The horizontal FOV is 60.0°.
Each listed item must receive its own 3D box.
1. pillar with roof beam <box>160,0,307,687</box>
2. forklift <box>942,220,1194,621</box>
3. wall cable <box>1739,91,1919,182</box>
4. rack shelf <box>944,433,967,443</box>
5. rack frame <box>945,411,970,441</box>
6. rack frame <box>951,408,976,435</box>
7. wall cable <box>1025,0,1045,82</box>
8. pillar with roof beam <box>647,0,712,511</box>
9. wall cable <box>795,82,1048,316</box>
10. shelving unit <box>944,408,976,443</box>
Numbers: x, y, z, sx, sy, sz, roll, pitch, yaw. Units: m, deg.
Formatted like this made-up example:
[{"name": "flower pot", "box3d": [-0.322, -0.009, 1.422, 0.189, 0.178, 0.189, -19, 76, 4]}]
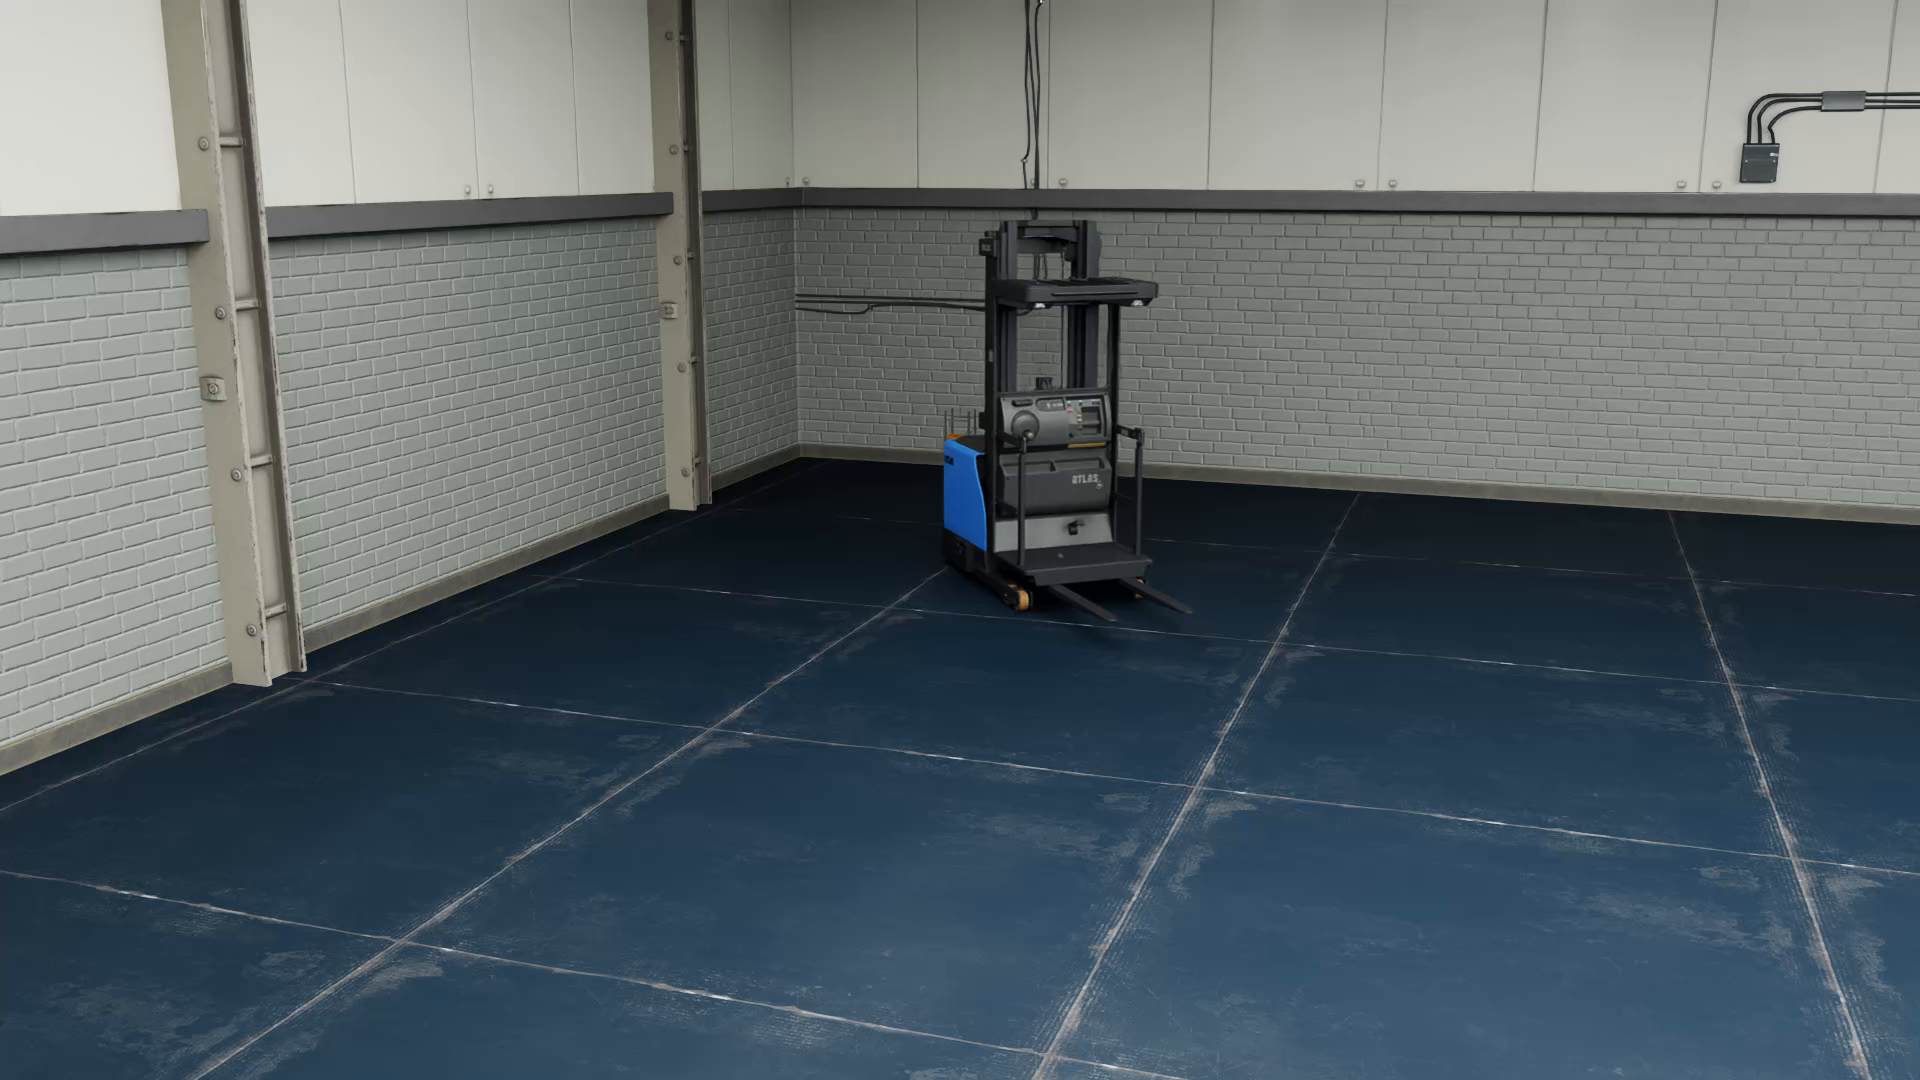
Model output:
[{"name": "pillar with roof beam", "box3d": [-0.592, -3.159, 8.868, 9.100, 9.000, 0.400, 4, 14, 18]}, {"name": "forklift", "box3d": [0.839, -0.983, 12.970, 1.130, 2.935, 3.031, -5, 14, -20]}, {"name": "wall cable", "box3d": [8.458, -6.229, 14.674, 2.305, 6.003, 0.169, 4, 14, 18]}, {"name": "rack shelf", "box3d": [0.005, -0.896, 15.060, 0.258, 0.103, 0.180, 4, 14, 18]}, {"name": "rack frame", "box3d": [-0.025, -0.569, 15.045, 0.240, 1.200, 0.006, 4, 14, 18]}, {"name": "rack frame", "box3d": [0.034, -0.607, 15.214, 0.240, 1.200, 0.006, 4, 14, 18]}, {"name": "wall cable", "box3d": [2.040, -6.011, 16.991, 3.097, 2.526, 0.112, 4, 14, 18]}, {"name": "pillar with roof beam", "box3d": [1.349, -4.422, 14.403, 9.100, 9.000, 0.400, 4, 14, 18]}, {"name": "wall cable", "box3d": [-0.520, -3.744, 18.407, 3.097, 2.526, 0.112, 4, 14, 18]}, {"name": "shelving unit", "box3d": [0.005, -0.588, 15.130, 0.258, 1.200, 0.189, 4, 14, 18]}]
